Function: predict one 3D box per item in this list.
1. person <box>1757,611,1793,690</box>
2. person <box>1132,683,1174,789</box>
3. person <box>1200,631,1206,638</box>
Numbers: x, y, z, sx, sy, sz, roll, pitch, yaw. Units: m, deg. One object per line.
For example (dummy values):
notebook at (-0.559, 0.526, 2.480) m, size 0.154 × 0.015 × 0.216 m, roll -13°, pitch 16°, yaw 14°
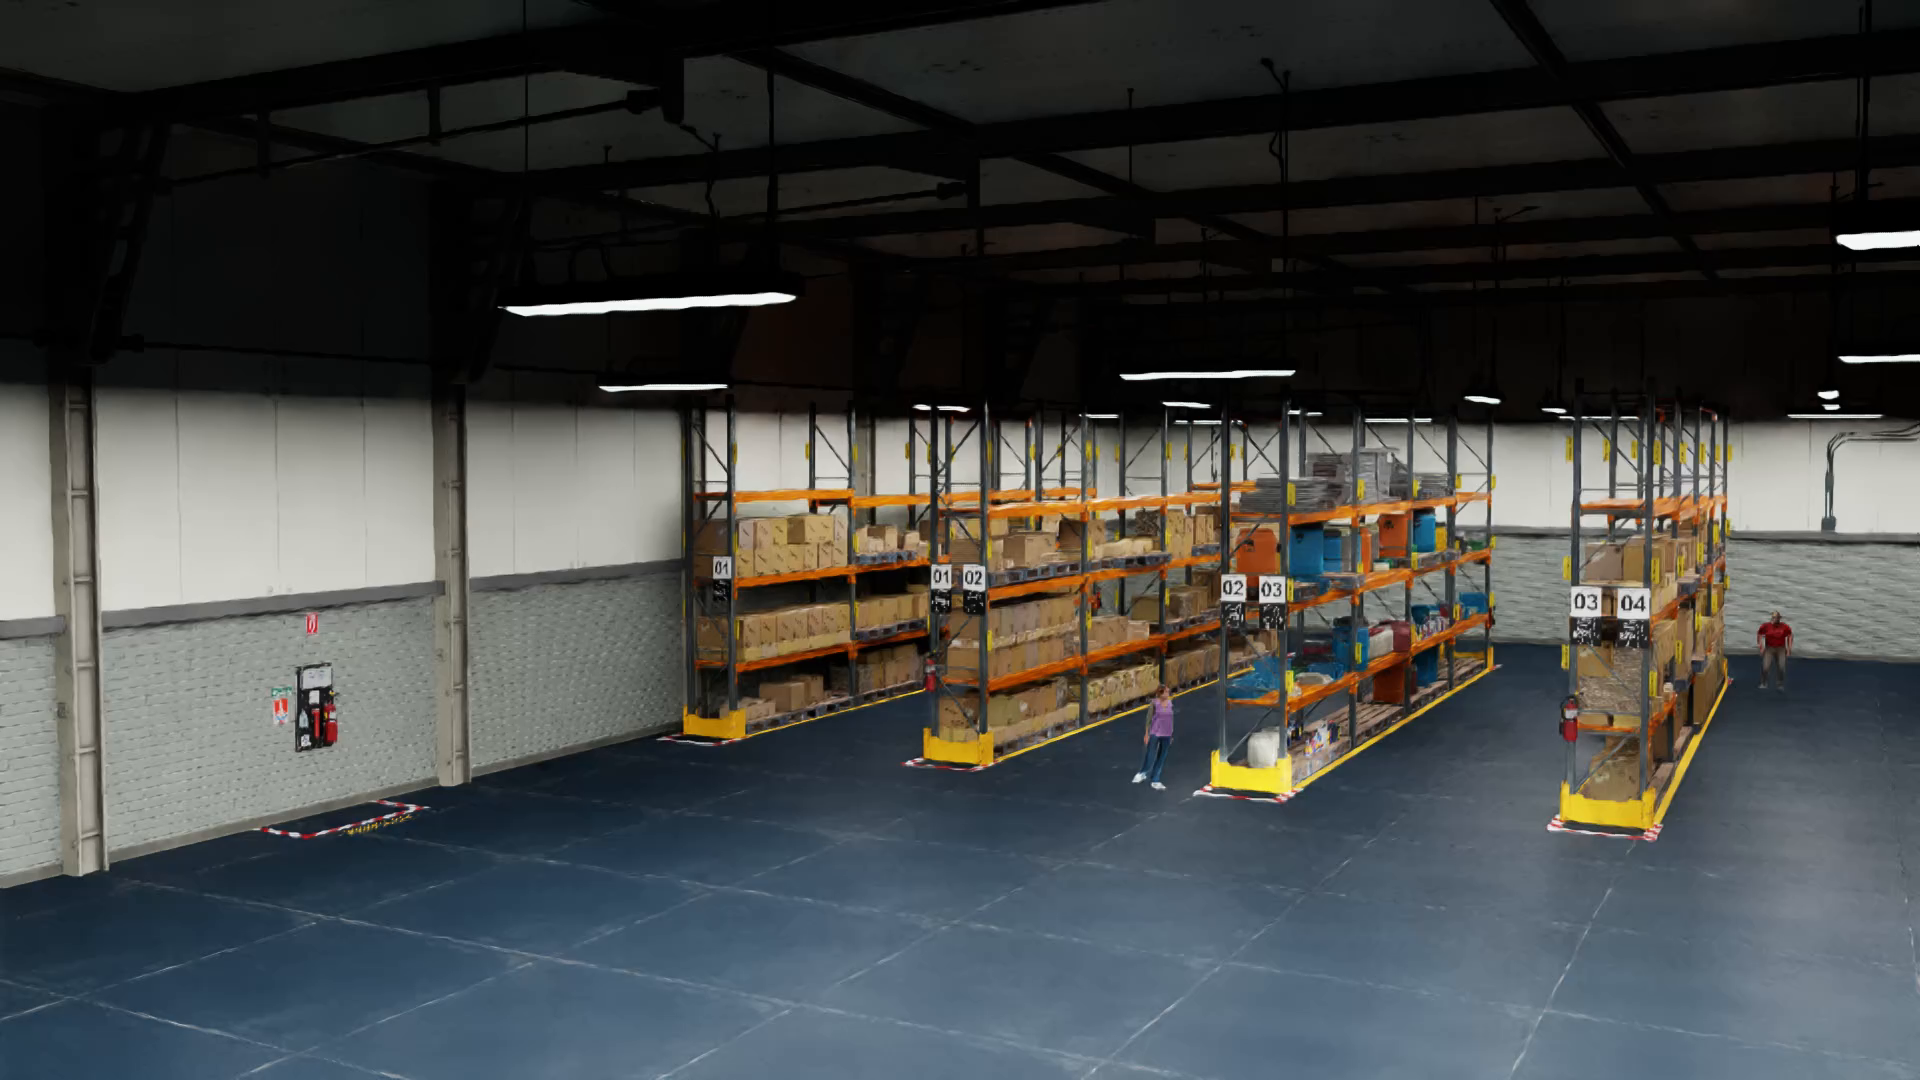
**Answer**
person at (17.180, 2.324, 35.067) m, size 0.682 × 1.676 × 0.535 m, roll 1°, pitch 3°, yaw 26°
person at (2.878, 2.907, 24.668) m, size 0.587 × 1.585 × 0.445 m, roll -1°, pitch 3°, yaw -19°
person at (6.250, 1.821, 44.029) m, size 0.544 × 1.698 × 1.106 m, roll 1°, pitch 3°, yaw 26°
